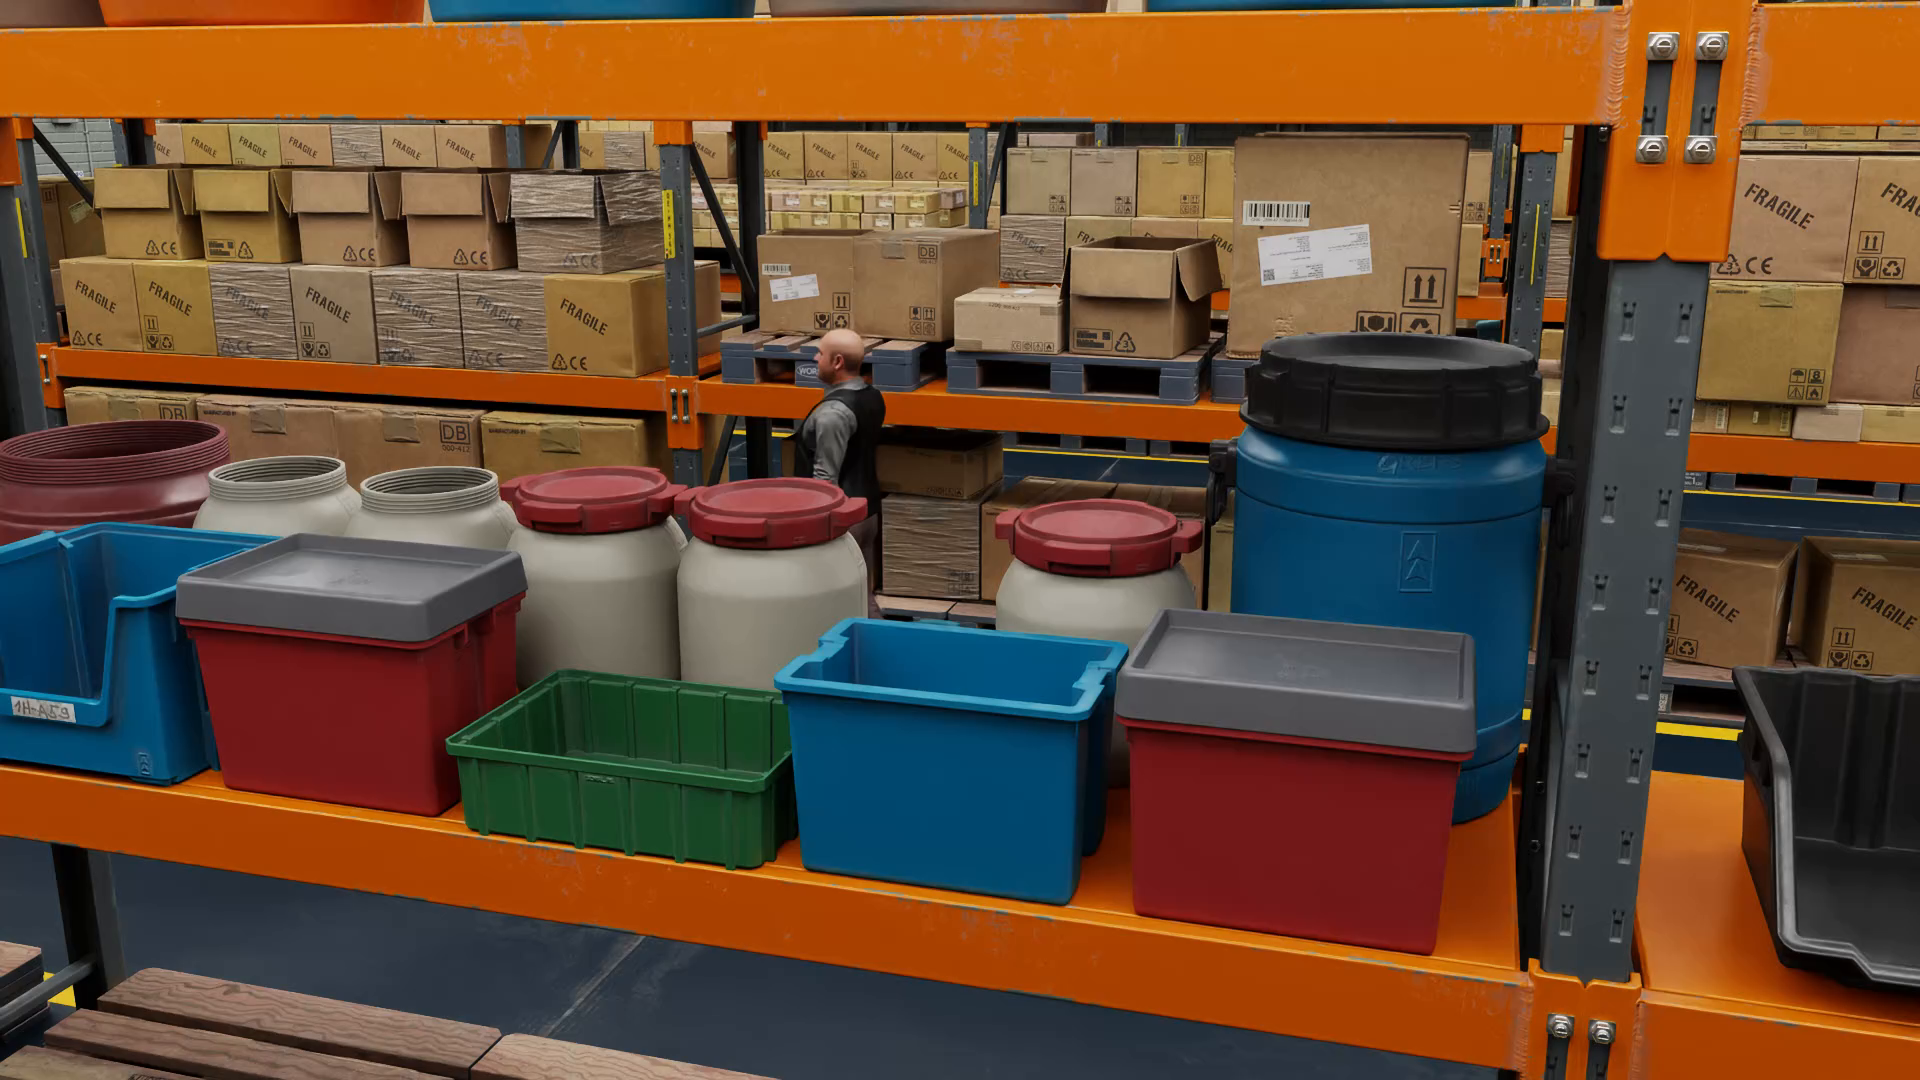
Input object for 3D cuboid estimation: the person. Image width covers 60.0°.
[{"bbox_3d":[-0.556,-0.061,7.362,0.429,1.753,0.537,5,16,18],"label":"person"}]
